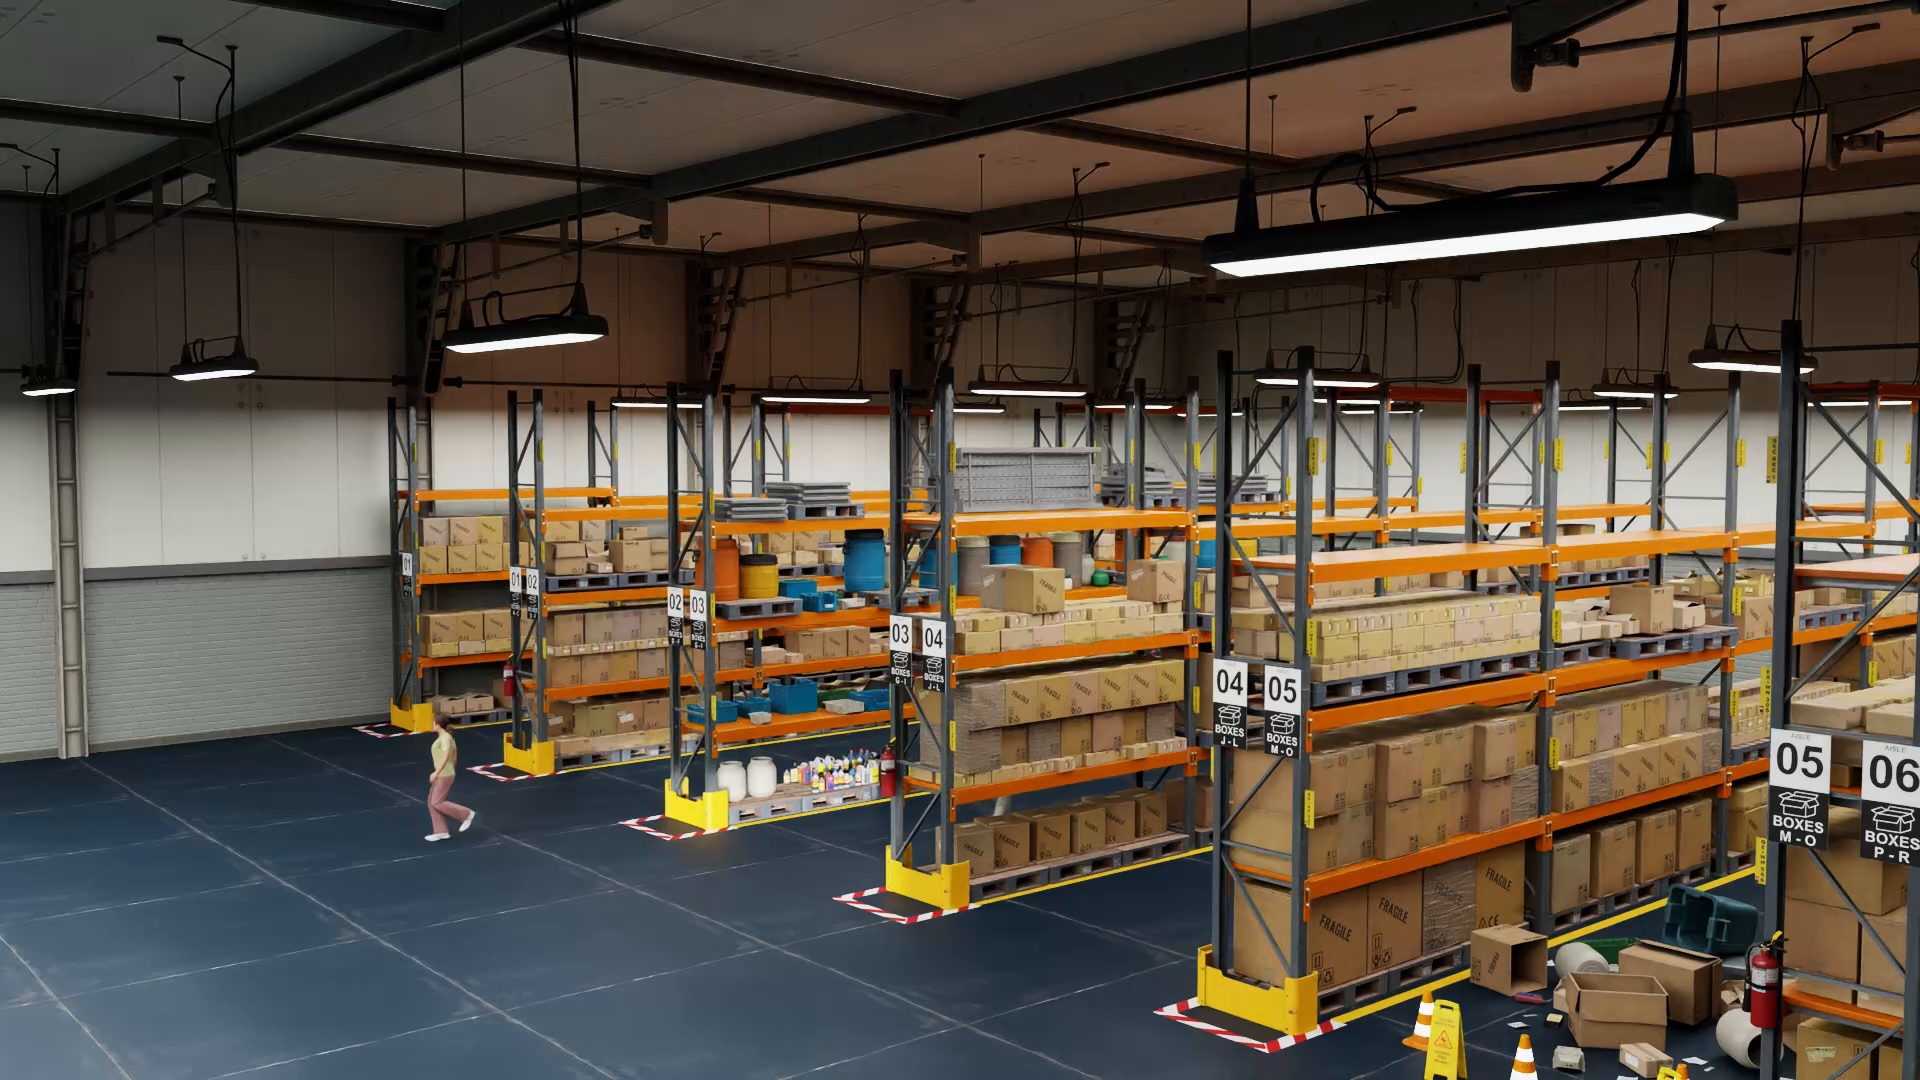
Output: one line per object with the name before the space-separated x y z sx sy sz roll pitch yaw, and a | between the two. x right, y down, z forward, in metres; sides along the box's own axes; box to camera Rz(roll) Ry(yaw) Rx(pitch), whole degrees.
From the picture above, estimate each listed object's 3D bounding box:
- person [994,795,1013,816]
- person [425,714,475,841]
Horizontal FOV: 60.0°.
person | 0.580 3.140 21.403 0.580 1.619 0.595 3 4 37
person | -6.676 3.084 21.720 0.626 1.641 0.504 -1 4 -20
